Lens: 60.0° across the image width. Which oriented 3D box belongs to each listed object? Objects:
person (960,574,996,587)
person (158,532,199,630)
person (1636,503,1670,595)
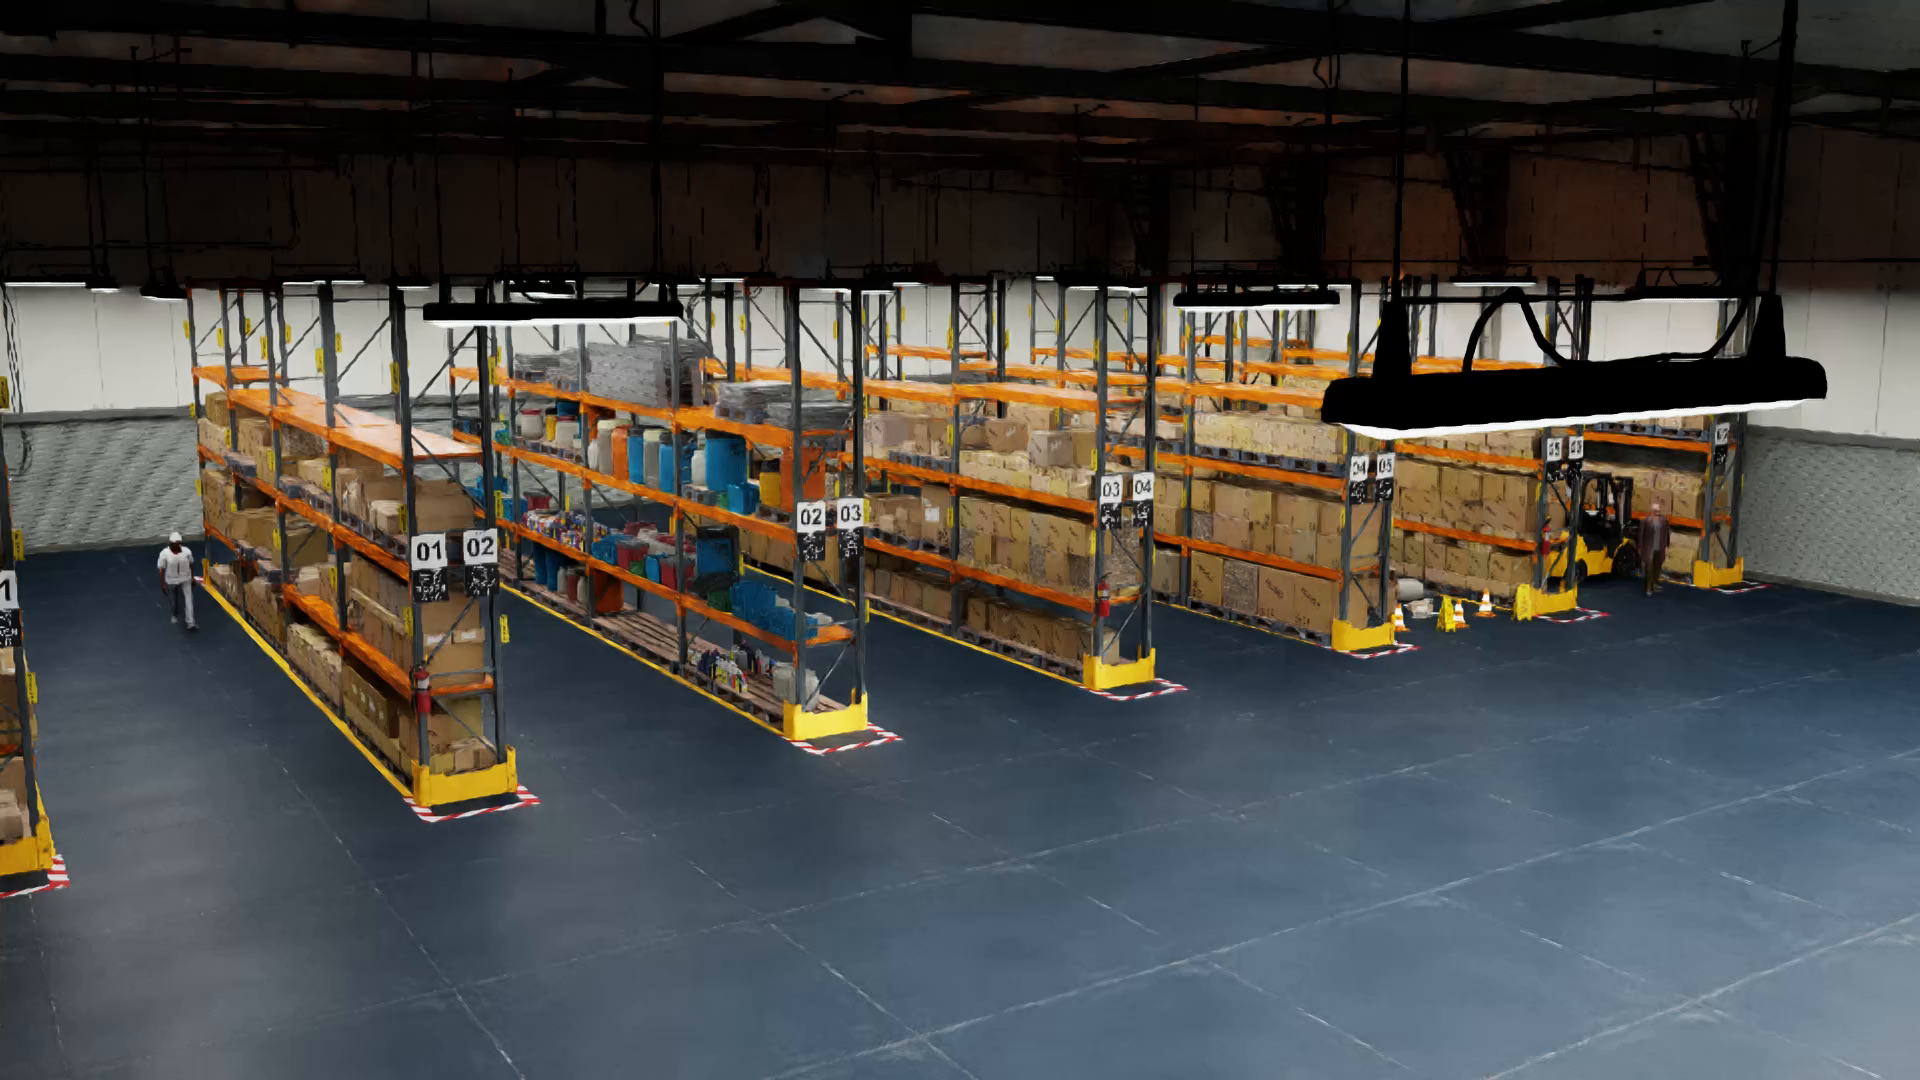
[{"bbox_3d":[0.356,0.073,30.985,0.445,1.603,1.014,-8,13,-41],"label":"person"},{"bbox_3d":[-13.544,0.687,28.782,0.577,1.691,1.121,-5,11,-30],"label":"person"},{"bbox_3d":[13.267,0.150,31.841,0.611,1.768,0.632,1,10,3],"label":"person"}]
